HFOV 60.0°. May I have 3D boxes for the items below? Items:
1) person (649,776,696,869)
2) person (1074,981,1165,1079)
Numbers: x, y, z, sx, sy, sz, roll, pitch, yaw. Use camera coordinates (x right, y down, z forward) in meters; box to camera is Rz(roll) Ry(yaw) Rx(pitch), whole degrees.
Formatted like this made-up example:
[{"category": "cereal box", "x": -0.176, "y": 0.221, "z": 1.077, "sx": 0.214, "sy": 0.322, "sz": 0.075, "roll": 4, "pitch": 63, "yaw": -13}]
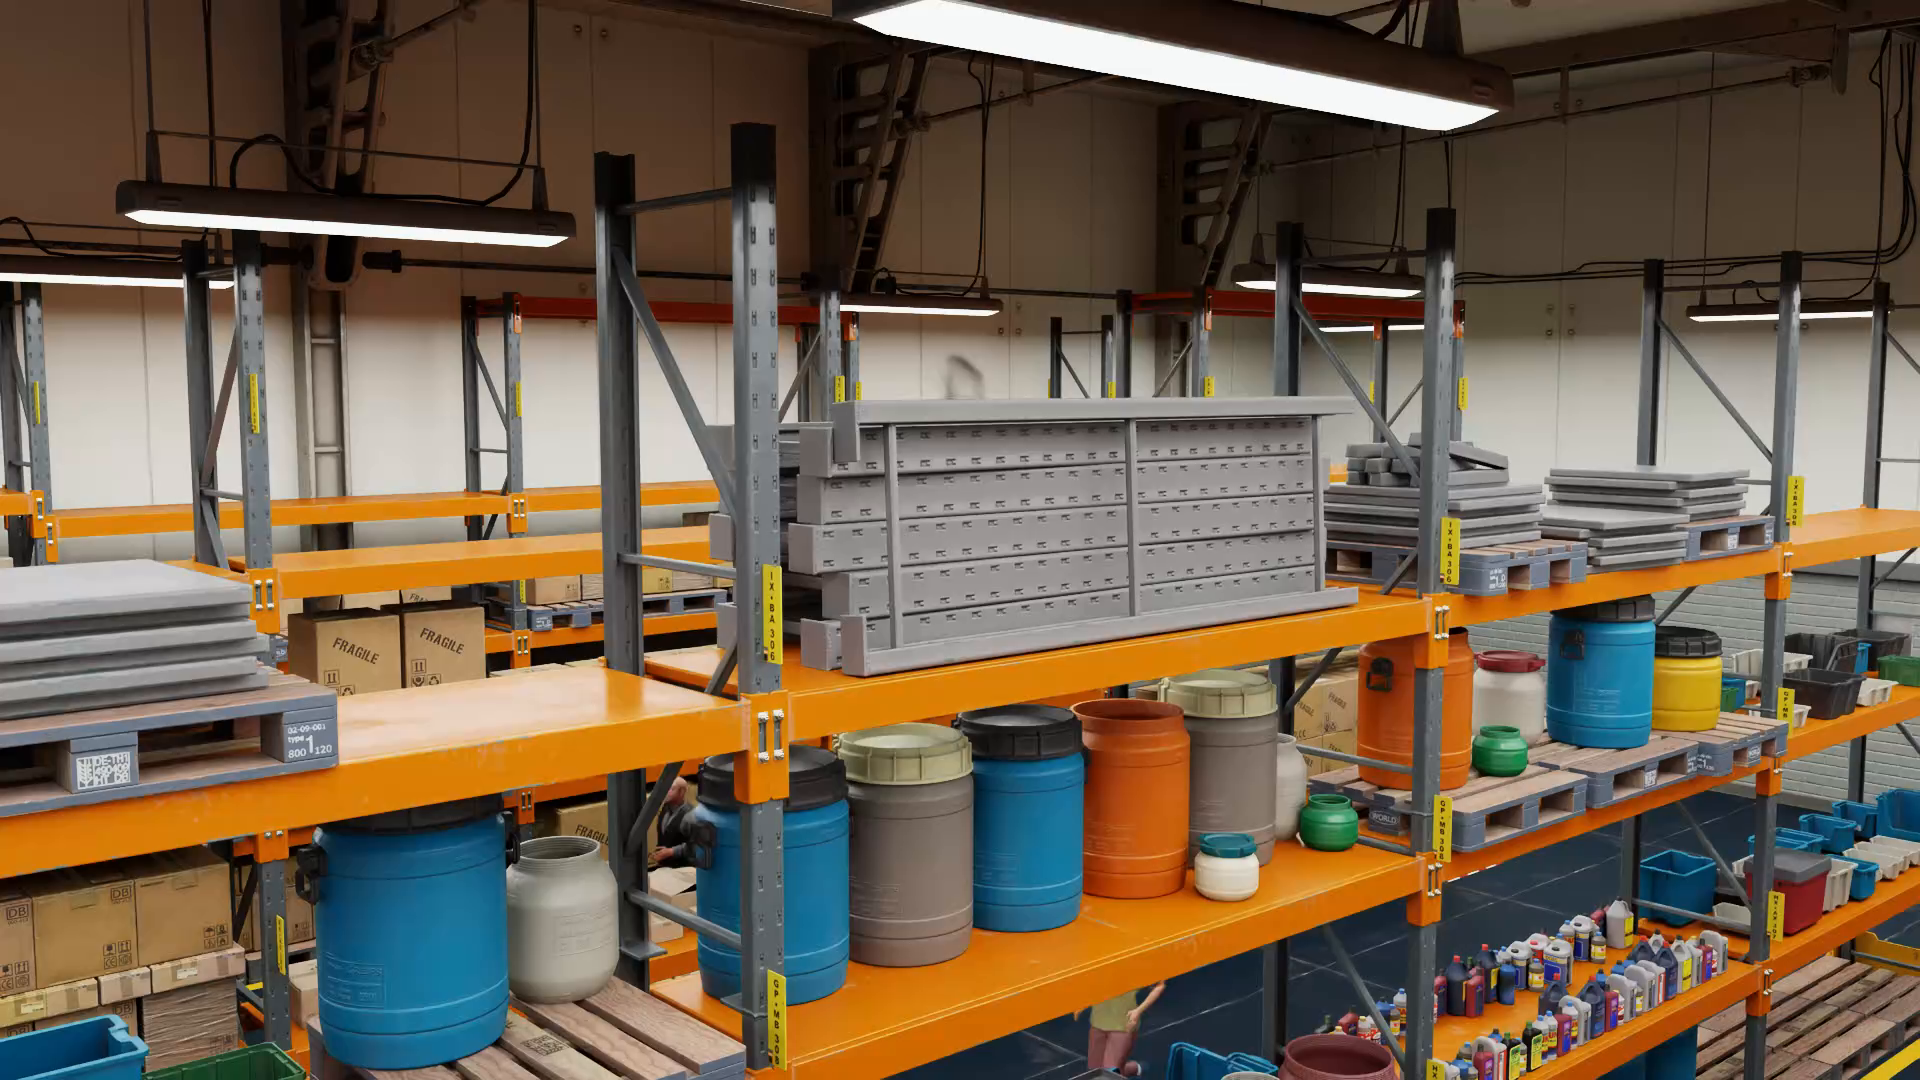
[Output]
[{"category": "person", "x": -2.448, "y": 2.942, "z": 14.693, "sx": 0.579, "sy": 1.759, "sz": 0.864, "roll": 4, "pitch": 7, "yaw": 36}, {"category": "person", "x": 1.086, "y": 3.296, "z": 11.293, "sx": 0.579, "sy": 1.633, "sz": 0.731, "roll": 4, "pitch": 7, "yaw": 35}]
